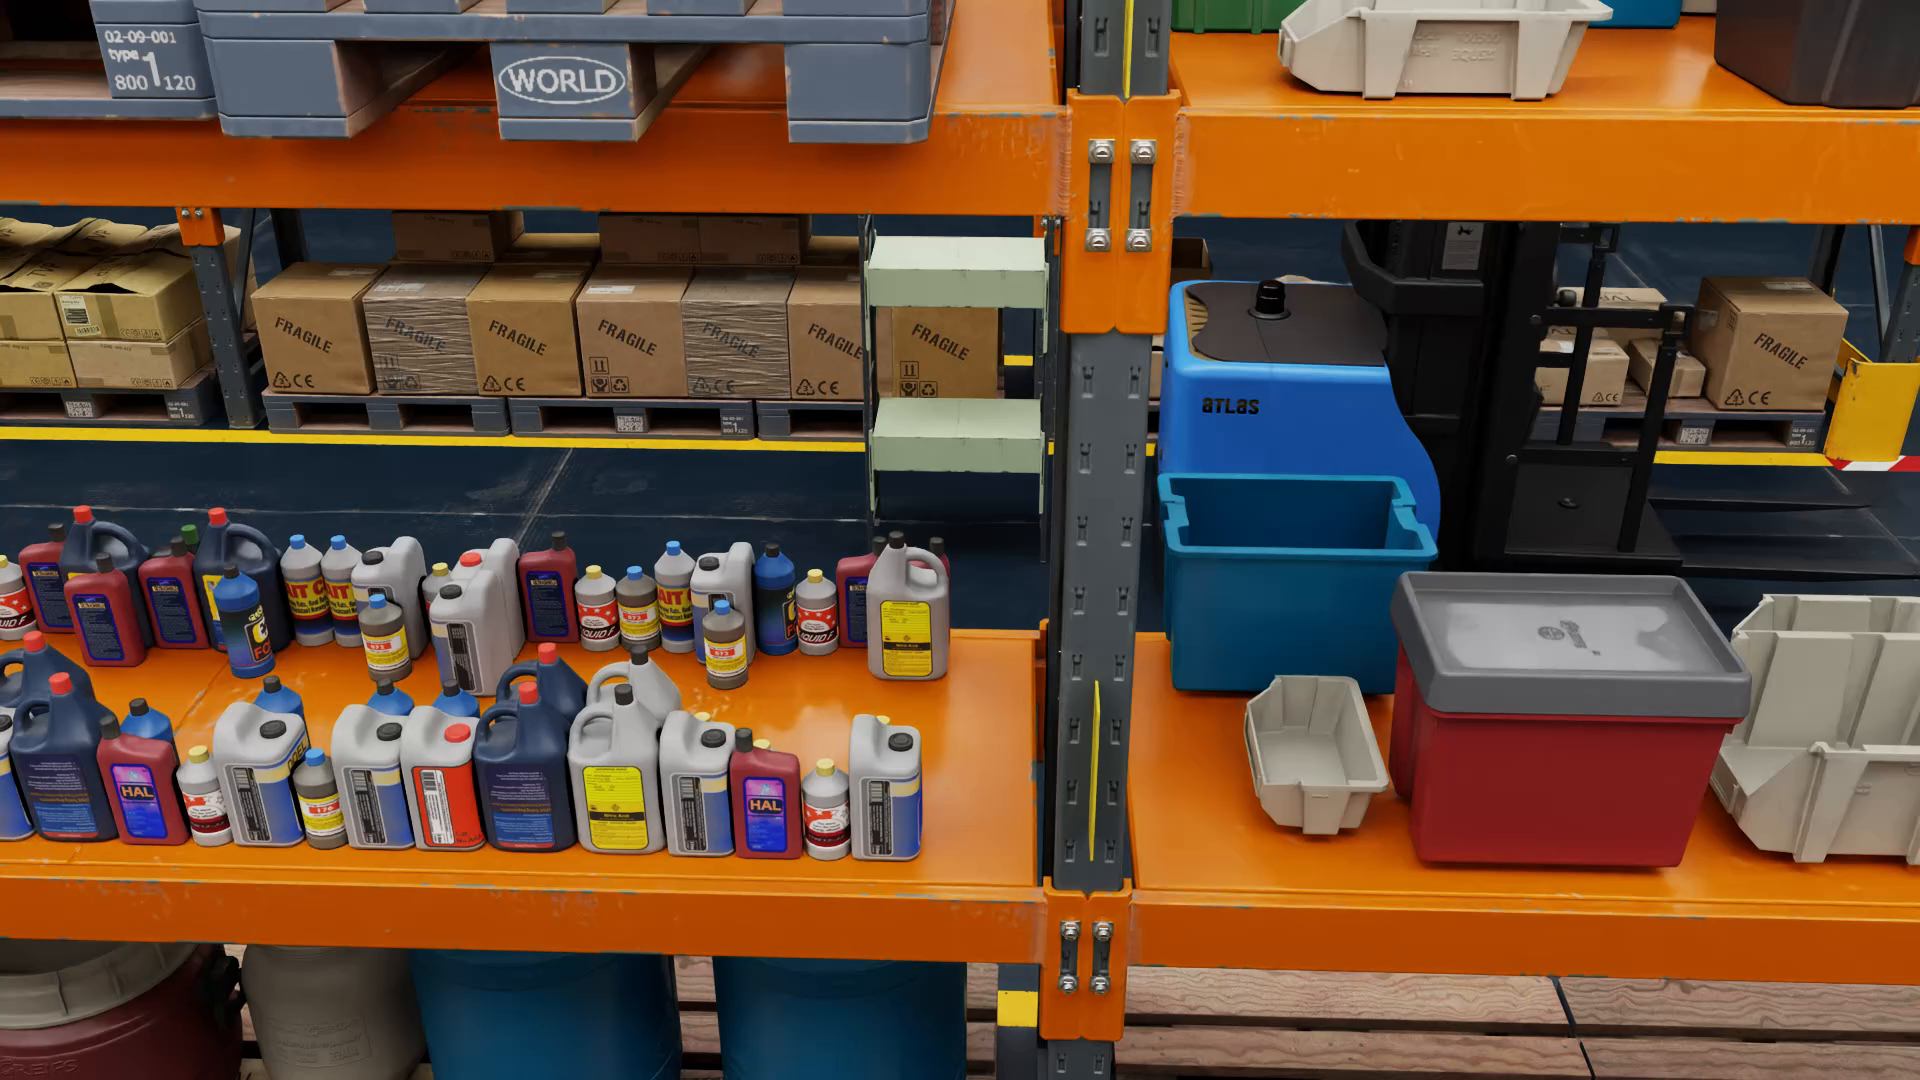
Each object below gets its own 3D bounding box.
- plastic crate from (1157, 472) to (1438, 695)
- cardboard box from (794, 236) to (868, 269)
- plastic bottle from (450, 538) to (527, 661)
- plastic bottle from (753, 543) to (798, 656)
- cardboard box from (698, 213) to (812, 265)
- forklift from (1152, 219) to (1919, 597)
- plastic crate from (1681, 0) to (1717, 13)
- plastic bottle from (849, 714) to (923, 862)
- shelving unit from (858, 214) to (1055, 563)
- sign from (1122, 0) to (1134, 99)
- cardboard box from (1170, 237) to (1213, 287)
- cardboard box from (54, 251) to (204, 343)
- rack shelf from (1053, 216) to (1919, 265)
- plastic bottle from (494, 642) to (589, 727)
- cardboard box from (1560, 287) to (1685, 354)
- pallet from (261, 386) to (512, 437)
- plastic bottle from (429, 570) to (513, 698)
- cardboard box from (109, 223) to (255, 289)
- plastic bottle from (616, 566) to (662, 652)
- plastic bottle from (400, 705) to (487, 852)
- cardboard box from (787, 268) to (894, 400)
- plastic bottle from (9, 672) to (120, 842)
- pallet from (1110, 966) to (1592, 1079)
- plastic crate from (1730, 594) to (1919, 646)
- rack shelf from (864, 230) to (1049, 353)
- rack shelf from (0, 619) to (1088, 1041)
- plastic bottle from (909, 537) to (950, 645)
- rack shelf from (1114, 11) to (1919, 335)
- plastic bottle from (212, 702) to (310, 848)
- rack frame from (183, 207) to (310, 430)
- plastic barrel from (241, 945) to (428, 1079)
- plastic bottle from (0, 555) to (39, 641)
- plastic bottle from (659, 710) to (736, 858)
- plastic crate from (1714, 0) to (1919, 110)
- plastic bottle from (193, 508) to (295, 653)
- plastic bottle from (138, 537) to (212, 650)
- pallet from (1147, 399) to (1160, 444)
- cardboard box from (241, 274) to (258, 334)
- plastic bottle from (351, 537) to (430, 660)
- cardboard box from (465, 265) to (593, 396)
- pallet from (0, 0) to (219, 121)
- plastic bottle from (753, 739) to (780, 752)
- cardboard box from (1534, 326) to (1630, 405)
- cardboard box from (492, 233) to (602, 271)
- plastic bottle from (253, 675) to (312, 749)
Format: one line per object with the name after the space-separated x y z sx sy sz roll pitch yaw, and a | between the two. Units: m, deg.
0.739 0.108 3.797 0.575 0.384 0.392 1 28 2 | plastic crate
-0.569 -1.255 8.614 0.500 0.500 0.500 1 28 3 | cardboard box
-1.114 0.133 3.930 0.135 0.276 0.152 1 28 2 | plastic bottle
-0.437 0.133 3.934 0.097 0.271 0.097 0 28 0 | plastic bottle
-1.035 -1.599 8.463 0.500 0.250 0.500 1 28 2 | cardboard box
2.337 -1.175 6.337 3.031 2.935 1.130 2 28 4 | forklift
1.545 -1.087 3.177 0.466 0.136 0.293 1 28 2 | plastic crate
-0.145 0.479 3.277 0.135 0.276 0.152 1 28 2 | plastic bottle
-0.007 -0.663 6.899 0.755 1.500 0.431 1 28 2 | shelving unit
0.239 -0.793 2.331 0.005 0.325 0.100 1 28 2 | sign
1.019 -1.253 8.610 0.500 0.500 0.500 1 28 2 | cardboard box
-4.090 -1.217 8.232 0.500 0.311 0.500 2 28 3 | cardboard box
2.438 -1.689 8.001 4.000 0.370 1.077 1 28 2 | rack shelf
-0.849 0.368 3.405 0.185 0.351 0.144 1 28 2 | plastic bottle
3.404 -1.103 8.594 0.500 0.250 0.500 1 28 2 | cardboard box
-2.813 -0.843 8.616 1.213 0.211 1.003 1 28 2 | pallet
-1.119 0.204 3.795 0.135 0.276 0.152 1 28 2 | plastic bottle
-4.071 -1.470 8.709 0.500 0.311 0.500 2 28 4 | cardboard box
-0.766 0.158 3.961 0.097 0.201 0.097 0 28 0 | plastic bottle
-1.014 0.464 3.304 0.135 0.276 0.152 1 28 2 | plastic bottle
-0.558 -1.015 8.162 0.500 0.500 0.500 1 28 2 | cardboard box
-1.770 0.421 3.307 0.185 0.351 0.144 1 28 2 | plastic bottle
0.997 1.505 4.185 1.213 0.211 1.003 1 28 2 | pallet
2.012 0.257 3.780 0.466 0.136 0.293 1 28 2 | plastic crate
-0.007 -1.008 6.716 0.720 0.370 0.431 1 28 2 | rack shelf
-1.738 0.564 3.752 4.000 0.370 1.077 1 28 2 | rack shelf
-0.091 0.125 3.936 0.133 0.283 0.061 1 28 2 | plastic bottle
2.260 -0.695 2.925 4.000 0.370 1.077 1 28 2 | rack shelf
-1.380 0.458 3.315 0.135 0.276 0.152 1 28 2 | plastic bottle
-3.558 -2.106 8.019 0.127 3.000 1.000 1 28 2 | rack frame
-1.551 1.113 4.156 0.421 0.512 0.421 0 28 0 | plastic barrel
-2.291 0.133 4.008 0.097 0.201 0.097 0 28 0 | plastic bottle
-0.510 0.473 3.288 0.135 0.276 0.152 1 28 2 | plastic bottle
1.493 -0.840 2.568 0.590 0.269 0.497 1 28 2 | plastic crate
-1.700 0.088 3.934 0.185 0.351 0.144 1 28 2 | plastic bottle
-1.859 0.124 3.938 0.133 0.283 0.061 1 28 2 | plastic bottle
1.126 -0.795 8.525 1.213 0.211 1.003 1 28 2 | pallet
-4.071 -1.222 8.841 0.500 0.250 0.500 1 28 2 | cardboard box
-1.345 0.129 3.937 0.135 0.276 0.152 1 28 2 | plastic bottle
-2.089 -1.038 8.204 0.500 0.500 0.500 1 28 1 | cardboard box
-1.660 -0.947 2.834 1.213 0.211 1.003 1 28 2 | pallet
-0.393 0.492 3.332 0.097 0.201 0.097 0 28 0 | plastic bottle
2.936 -0.876 8.166 0.500 0.250 0.500 1 28 2 | cardboard box
-2.098 -1.281 8.663 0.500 0.500 0.500 0 28 0 | cardboard box
-1.394 0.402 3.427 0.097 0.271 0.097 0 28 0 | plastic bottle
